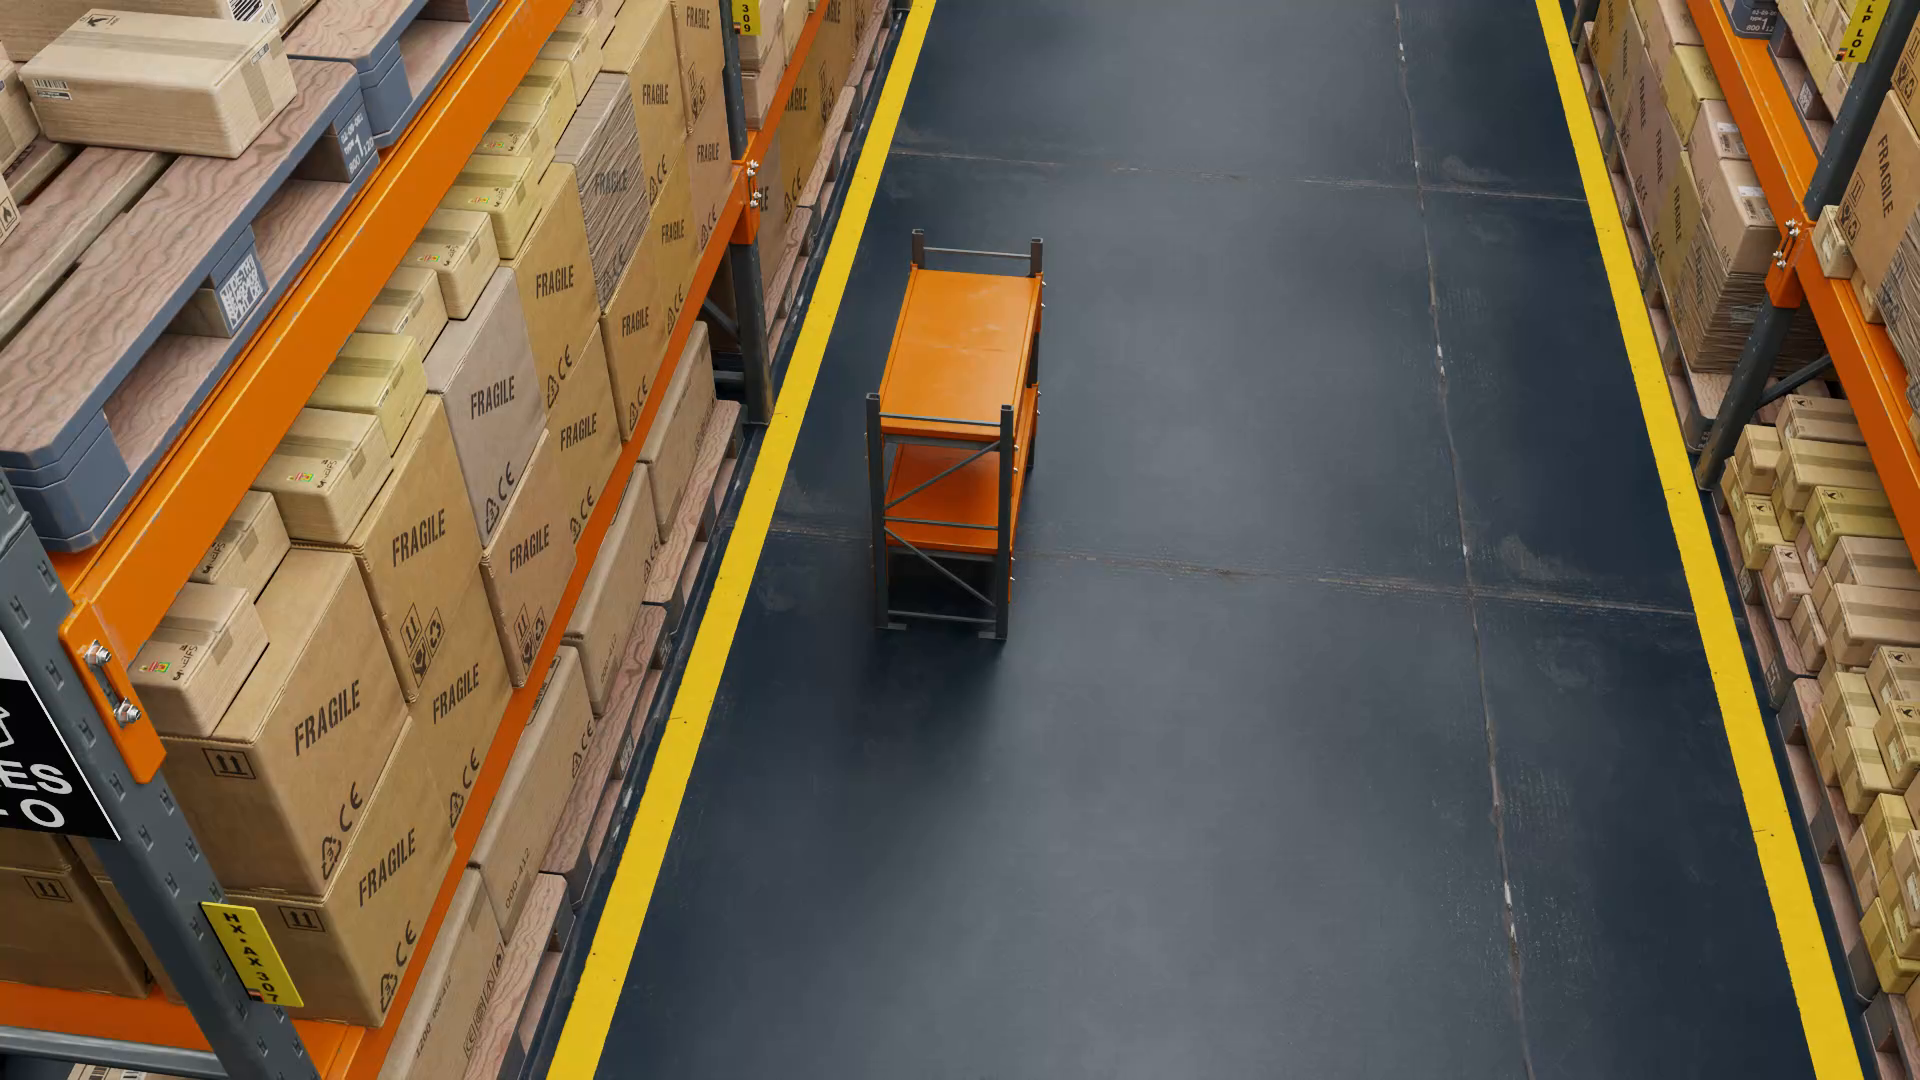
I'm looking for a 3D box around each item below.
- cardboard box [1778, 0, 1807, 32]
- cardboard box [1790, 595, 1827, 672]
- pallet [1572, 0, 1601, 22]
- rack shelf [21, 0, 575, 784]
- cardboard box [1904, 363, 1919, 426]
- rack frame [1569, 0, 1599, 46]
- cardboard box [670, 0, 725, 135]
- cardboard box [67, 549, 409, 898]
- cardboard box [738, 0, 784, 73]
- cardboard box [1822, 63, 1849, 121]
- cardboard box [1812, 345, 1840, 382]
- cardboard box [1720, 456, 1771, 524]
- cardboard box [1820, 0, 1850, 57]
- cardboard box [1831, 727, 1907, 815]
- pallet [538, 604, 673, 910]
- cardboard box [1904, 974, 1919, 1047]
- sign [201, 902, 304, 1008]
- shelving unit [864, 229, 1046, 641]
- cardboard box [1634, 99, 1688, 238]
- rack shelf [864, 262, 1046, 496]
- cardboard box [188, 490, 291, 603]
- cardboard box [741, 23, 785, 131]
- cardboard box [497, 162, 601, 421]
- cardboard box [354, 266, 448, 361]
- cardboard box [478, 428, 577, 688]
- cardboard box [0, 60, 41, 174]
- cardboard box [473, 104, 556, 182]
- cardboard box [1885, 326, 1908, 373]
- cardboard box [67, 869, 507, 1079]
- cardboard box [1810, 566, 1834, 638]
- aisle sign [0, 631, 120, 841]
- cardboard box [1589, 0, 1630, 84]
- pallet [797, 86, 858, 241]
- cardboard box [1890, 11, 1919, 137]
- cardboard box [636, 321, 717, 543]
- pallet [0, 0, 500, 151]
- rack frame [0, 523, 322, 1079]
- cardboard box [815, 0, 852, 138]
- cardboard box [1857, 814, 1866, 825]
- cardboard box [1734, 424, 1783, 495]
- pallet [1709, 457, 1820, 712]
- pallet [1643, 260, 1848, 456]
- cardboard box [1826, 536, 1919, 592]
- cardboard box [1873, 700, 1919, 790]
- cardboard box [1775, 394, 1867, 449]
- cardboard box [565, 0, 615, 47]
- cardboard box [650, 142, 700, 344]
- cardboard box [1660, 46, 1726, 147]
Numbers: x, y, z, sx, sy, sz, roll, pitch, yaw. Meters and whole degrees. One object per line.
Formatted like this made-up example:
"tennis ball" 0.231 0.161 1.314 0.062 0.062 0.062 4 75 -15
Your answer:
"cardboard box" 3.555 -2.155 6.722 0.380 0.149 0.250 3 44 3
"cardboard box" 3.229 0.347 5.970 0.380 0.149 0.250 4 44 5
"pallet" 4.304 -3.532 10.326 1.003 0.211 1.213 5 44 6
"rack shelf" -1.588 -1.134 4.107 1.077 0.370 4.000 5 44 6
"cardboard box" 3.121 -0.439 4.743 0.500 0.500 0.500 4 44 5
"rack frame" 4.125 -4.014 8.807 1.000 3.000 0.127 5 44 6
"cardboard box" -1.112 -1.721 5.586 0.500 0.500 0.500 5 44 5
"cardboard box" -1.506 0.357 3.392 0.500 0.500 0.500 4 44 5
"cardboard box" -0.986 -2.070 6.500 0.500 0.250 0.500 4 44 4
"cardboard box" 3.453 -1.638 6.175 0.380 0.149 0.250 4 44 5
"cardboard box" 3.957 -1.012 7.150 0.500 0.500 0.500 7 44 7
"cardboard box" 3.230 -0.186 6.533 0.380 0.149 0.250 3 44 4
"cardboard box" 3.487 -1.926 6.263 0.380 0.149 0.250 6 44 6
"cardboard box" 3.038 0.756 5.322 0.380 0.149 0.250 6 44 6
"pallet" -1.660 0.689 5.869 1.003 0.211 1.213 5 44 6
"cardboard box" 3.004 1.417 4.840 0.380 0.149 0.250 6 44 6
"sign" -1.303 0.769 3.069 0.100 0.325 0.005 5 44 6
"shelving unit" -0.001 -0.404 6.358 0.538 1.125 1.048 5 44 6
"cardboard box" 3.585 -1.759 7.938 0.500 0.500 0.500 4 44 5
"rack shelf" -0.001 -0.616 6.157 0.538 0.278 1.000 5 44 6
"cardboard box" -1.567 0.021 3.275 0.380 0.149 0.250 6 44 7
"cardboard box" -1.004 -1.890 6.674 0.500 0.250 0.500 4 44 5
"cardboard box" -1.320 -0.688 4.495 0.500 0.500 0.500 5 44 6
"cardboard box" -1.419 -0.511 3.836 0.380 0.149 0.250 6 44 6
"cardboard box" -1.380 0.028 4.466 0.500 0.500 0.500 5 44 5
"cardboard box" -1.906 -0.737 2.970 0.380 0.149 0.250 2 43 2
"cardboard box" -1.298 -1.030 4.385 0.380 0.149 0.250 5 44 6
"cardboard box" 3.291 -0.664 5.452 0.380 0.149 0.250 3 44 4
"cardboard box" -1.864 1.376 4.673 0.875 0.438 0.875 4 44 4
"cardboard box" 3.252 0.239 5.868 0.380 0.149 0.250 3 44 3
"aisle sign" -1.574 0.189 2.478 0.394 0.787 0.004 5 44 6
"cardboard box" 3.779 -2.800 9.038 0.500 0.500 0.500 4 44 4
"pallet" -1.137 -2.023 8.733 1.003 0.211 1.213 5 44 6
"cardboard box" 3.295 -1.510 5.146 0.500 0.500 0.500 6 44 7
"cardboard box" -1.513 -0.473 6.626 0.875 0.438 0.875 5 44 5
"pallet" -1.606 -1.340 3.866 1.003 0.211 1.213 5 44 6
"rack frame" -1.852 1.057 3.452 1.000 3.000 0.127 5 44 6
"cardboard box" -1.090 -2.705 8.665 0.875 0.875 0.875 6 44 6
"cardboard box" 3.140 0.888 5.399 0.380 0.149 0.250 6 44 7
"cardboard box" 3.231 -0.295 6.432 0.380 0.149 0.250 7 44 7
"pallet" 3.543 0.186 6.400 1.003 0.211 1.213 5 44 6
"pallet" 3.698 -0.806 7.447 1.003 0.211 1.213 5 44 6
"cardboard box" 3.254 0.134 5.762 0.380 0.149 0.250 4 44 4
"cardboard box" 3.114 0.658 5.209 0.380 0.149 0.250 5 44 6
"cardboard box" 3.346 -0.405 6.331 0.380 0.149 0.250 7 44 7
"cardboard box" -1.249 -1.552 4.935 0.380 0.149 0.250 5 44 5
"cardboard box" -1.194 -1.015 5.567 0.500 0.500 0.500 4 44 4
"cardboard box" 3.581 -2.046 7.696 0.500 0.250 0.500 3 44 4
